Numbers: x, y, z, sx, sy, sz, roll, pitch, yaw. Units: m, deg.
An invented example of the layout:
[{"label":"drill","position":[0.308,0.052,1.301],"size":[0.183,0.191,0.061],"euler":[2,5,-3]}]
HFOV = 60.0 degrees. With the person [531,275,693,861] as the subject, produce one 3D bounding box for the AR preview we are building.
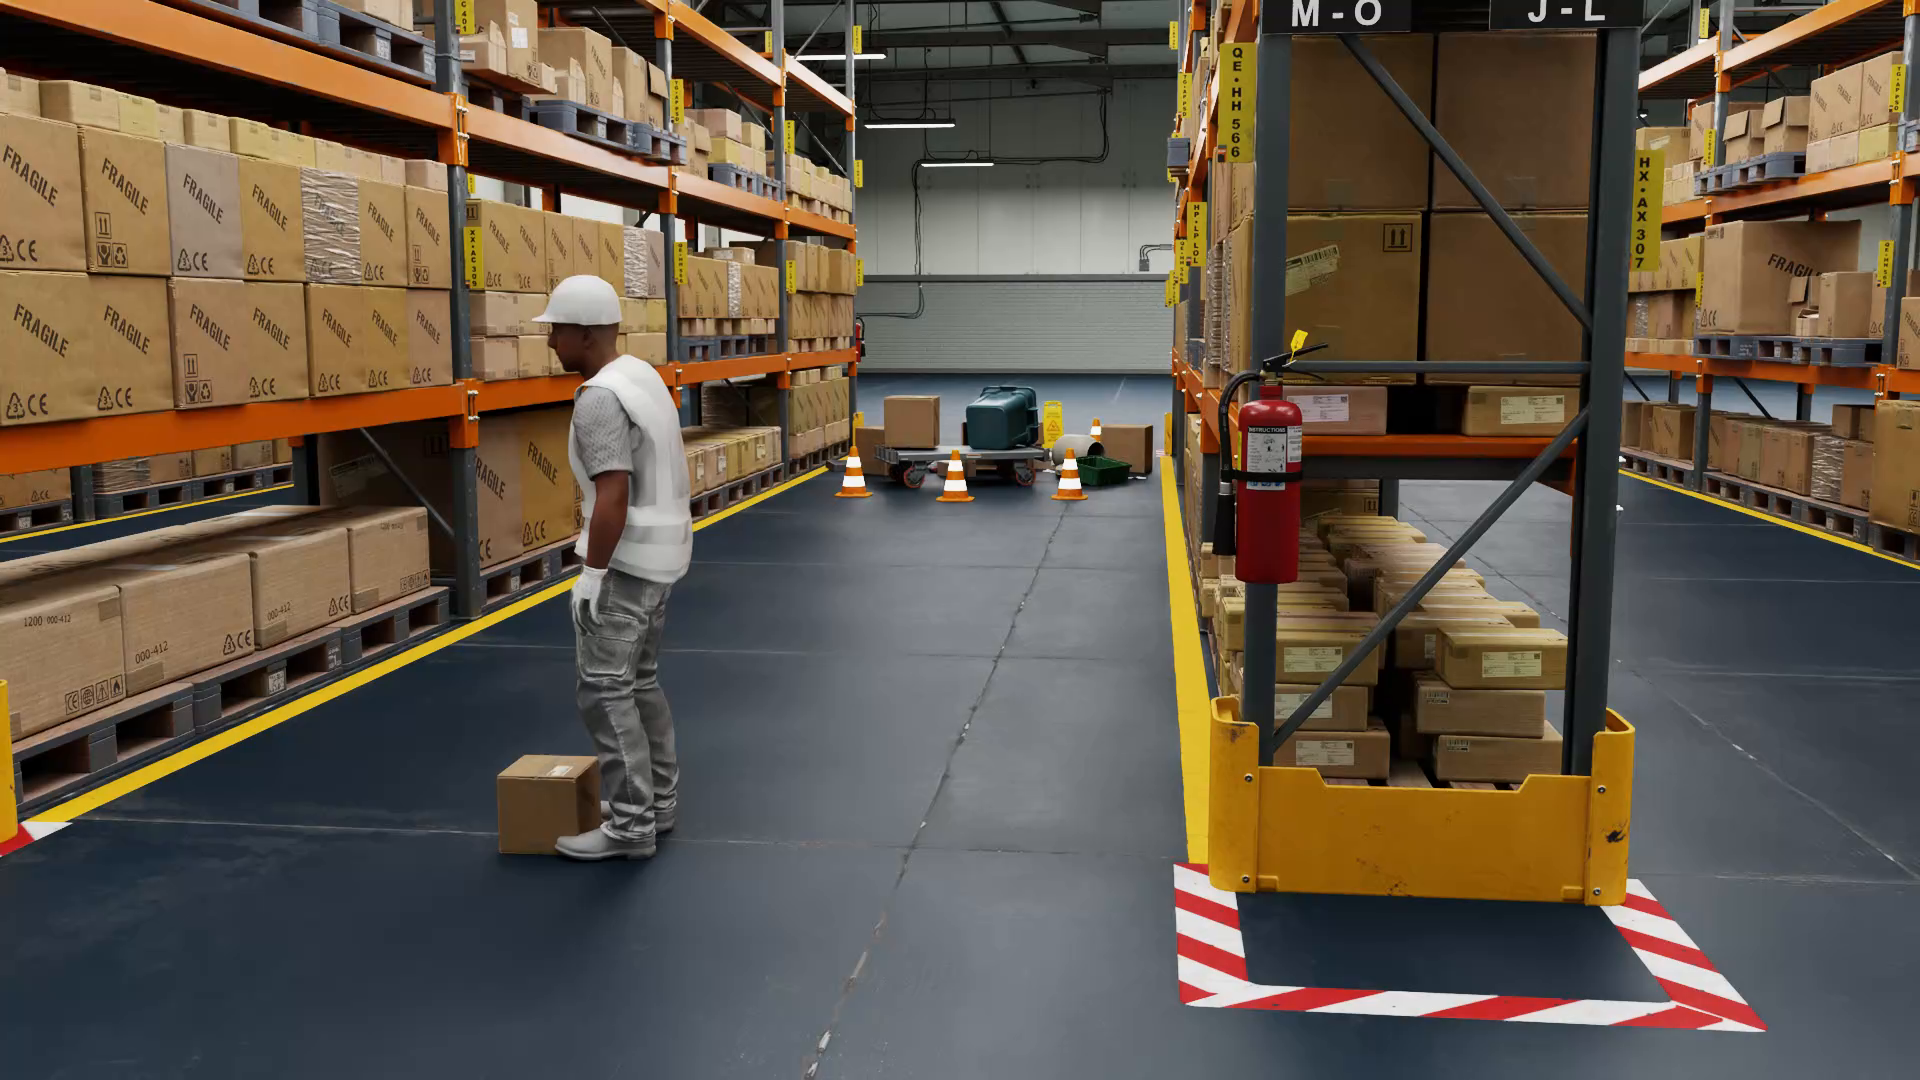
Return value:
[{"label":"person","position":[-1.059,0.083,5.120],"size":[0.452,1.773,0.625],"euler":[0,8,3]}]
